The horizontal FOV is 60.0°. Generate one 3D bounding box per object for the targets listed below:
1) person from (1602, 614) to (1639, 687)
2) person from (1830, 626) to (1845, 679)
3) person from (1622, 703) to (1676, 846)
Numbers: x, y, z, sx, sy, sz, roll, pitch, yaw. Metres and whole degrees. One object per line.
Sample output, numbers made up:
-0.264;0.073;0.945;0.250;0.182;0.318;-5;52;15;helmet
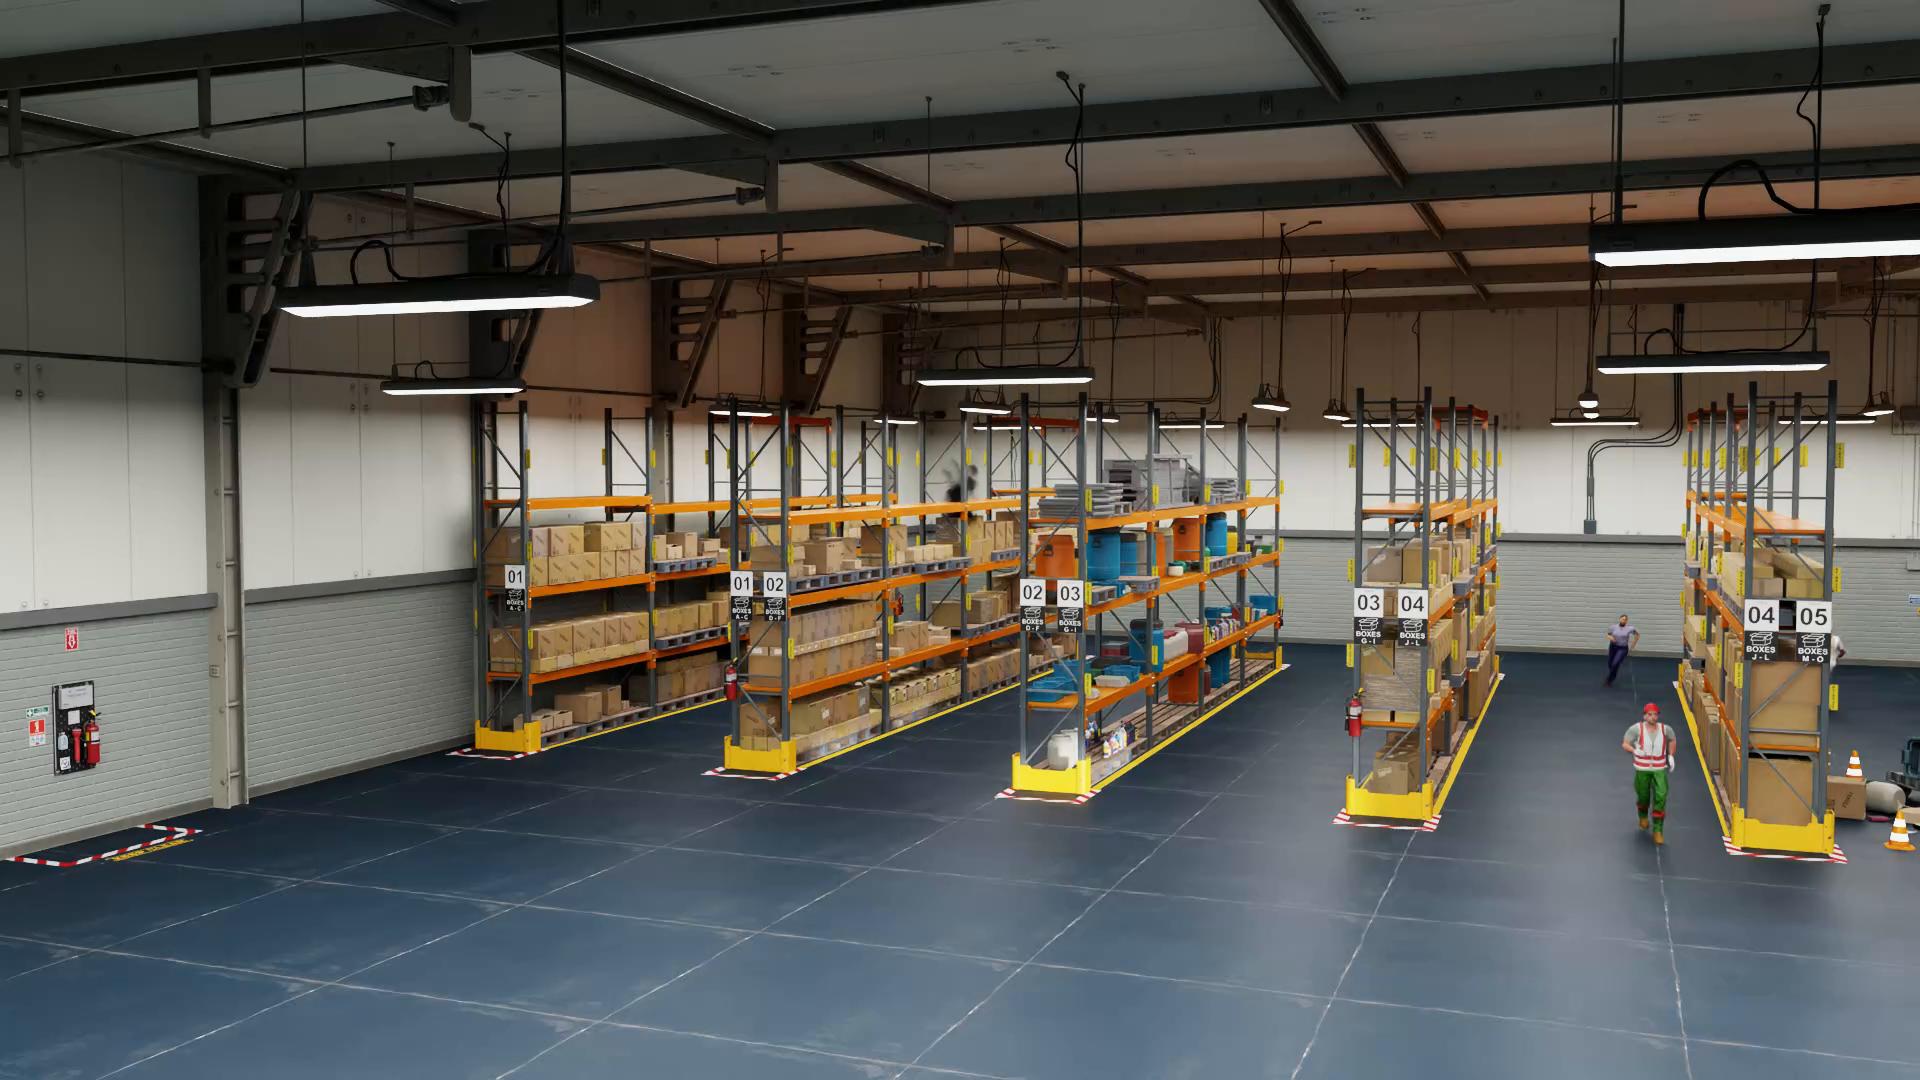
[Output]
14.527;2.445;36.664;0.752;1.646;0.798;2;4;41;person
17.417;2.506;33.466;0.685;1.735;0.667;0;3;8;person
9.107;3.037;21.961;0.688;1.797;0.962;1;3;16;person
